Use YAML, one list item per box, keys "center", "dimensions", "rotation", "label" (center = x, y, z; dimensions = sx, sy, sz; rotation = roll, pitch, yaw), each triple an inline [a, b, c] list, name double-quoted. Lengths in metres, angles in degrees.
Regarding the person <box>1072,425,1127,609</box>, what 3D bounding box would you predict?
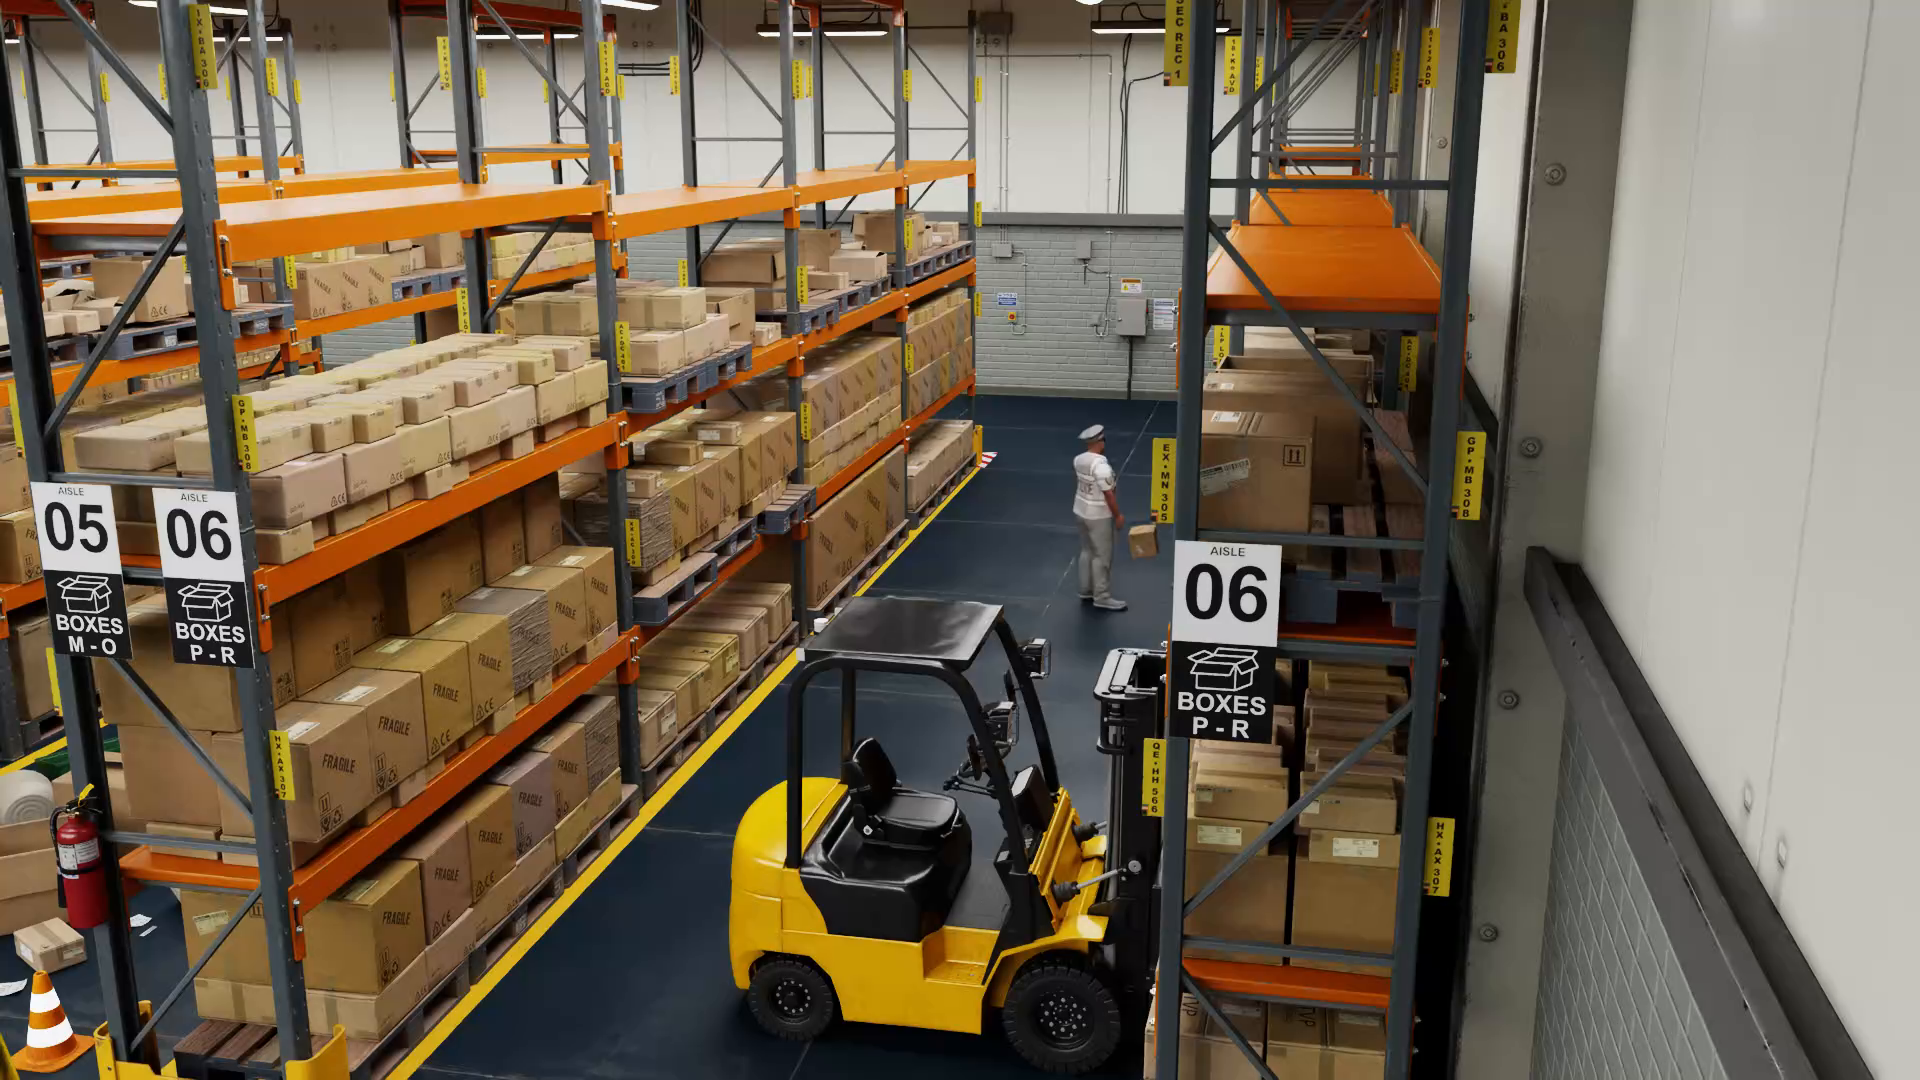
- center: [1.356, -0.241, 16.307]
  dimensions: [0.427, 1.786, 0.596]
  rotation: [-7, 16, -26]
  label: "person"
